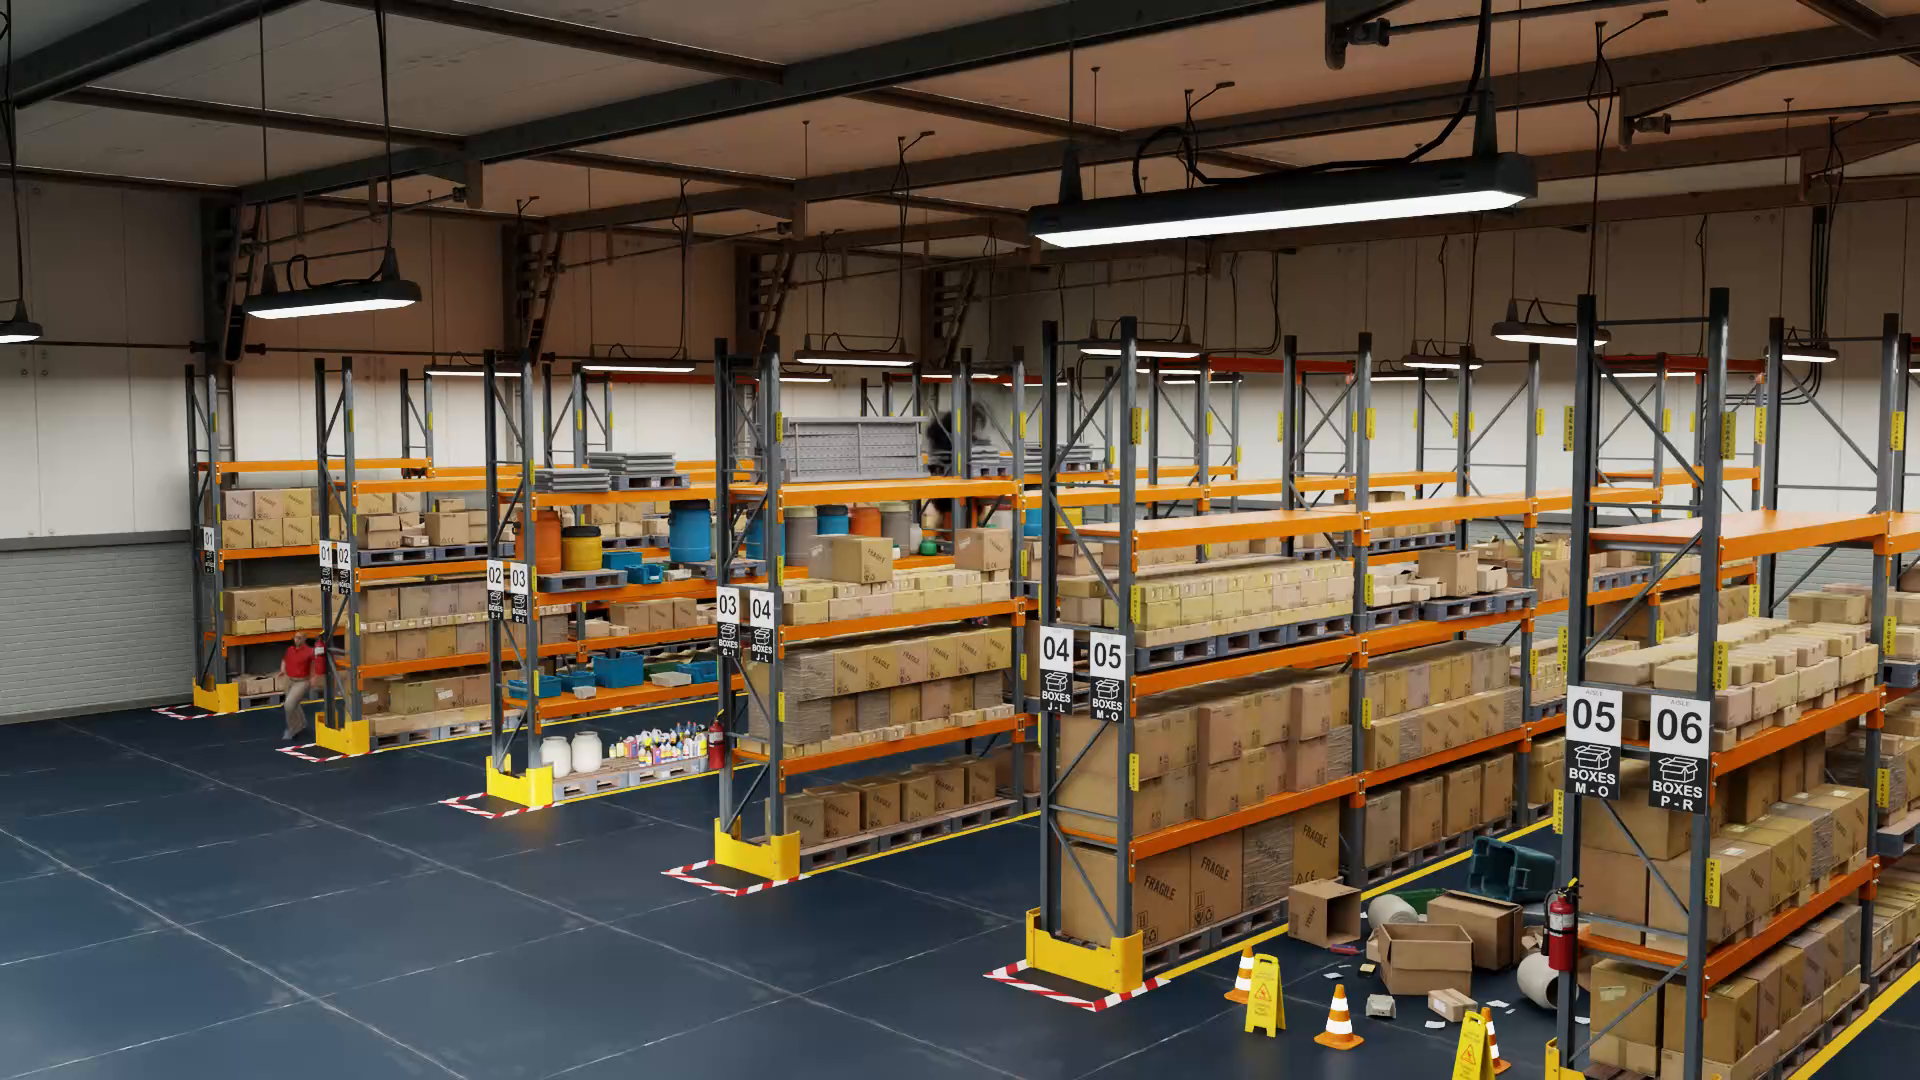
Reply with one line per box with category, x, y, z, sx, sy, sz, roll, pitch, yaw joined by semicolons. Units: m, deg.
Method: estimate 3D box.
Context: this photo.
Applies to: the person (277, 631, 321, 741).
person;-10.484;2.316;26.418;0.733;1.763;0.692;2;5;24
